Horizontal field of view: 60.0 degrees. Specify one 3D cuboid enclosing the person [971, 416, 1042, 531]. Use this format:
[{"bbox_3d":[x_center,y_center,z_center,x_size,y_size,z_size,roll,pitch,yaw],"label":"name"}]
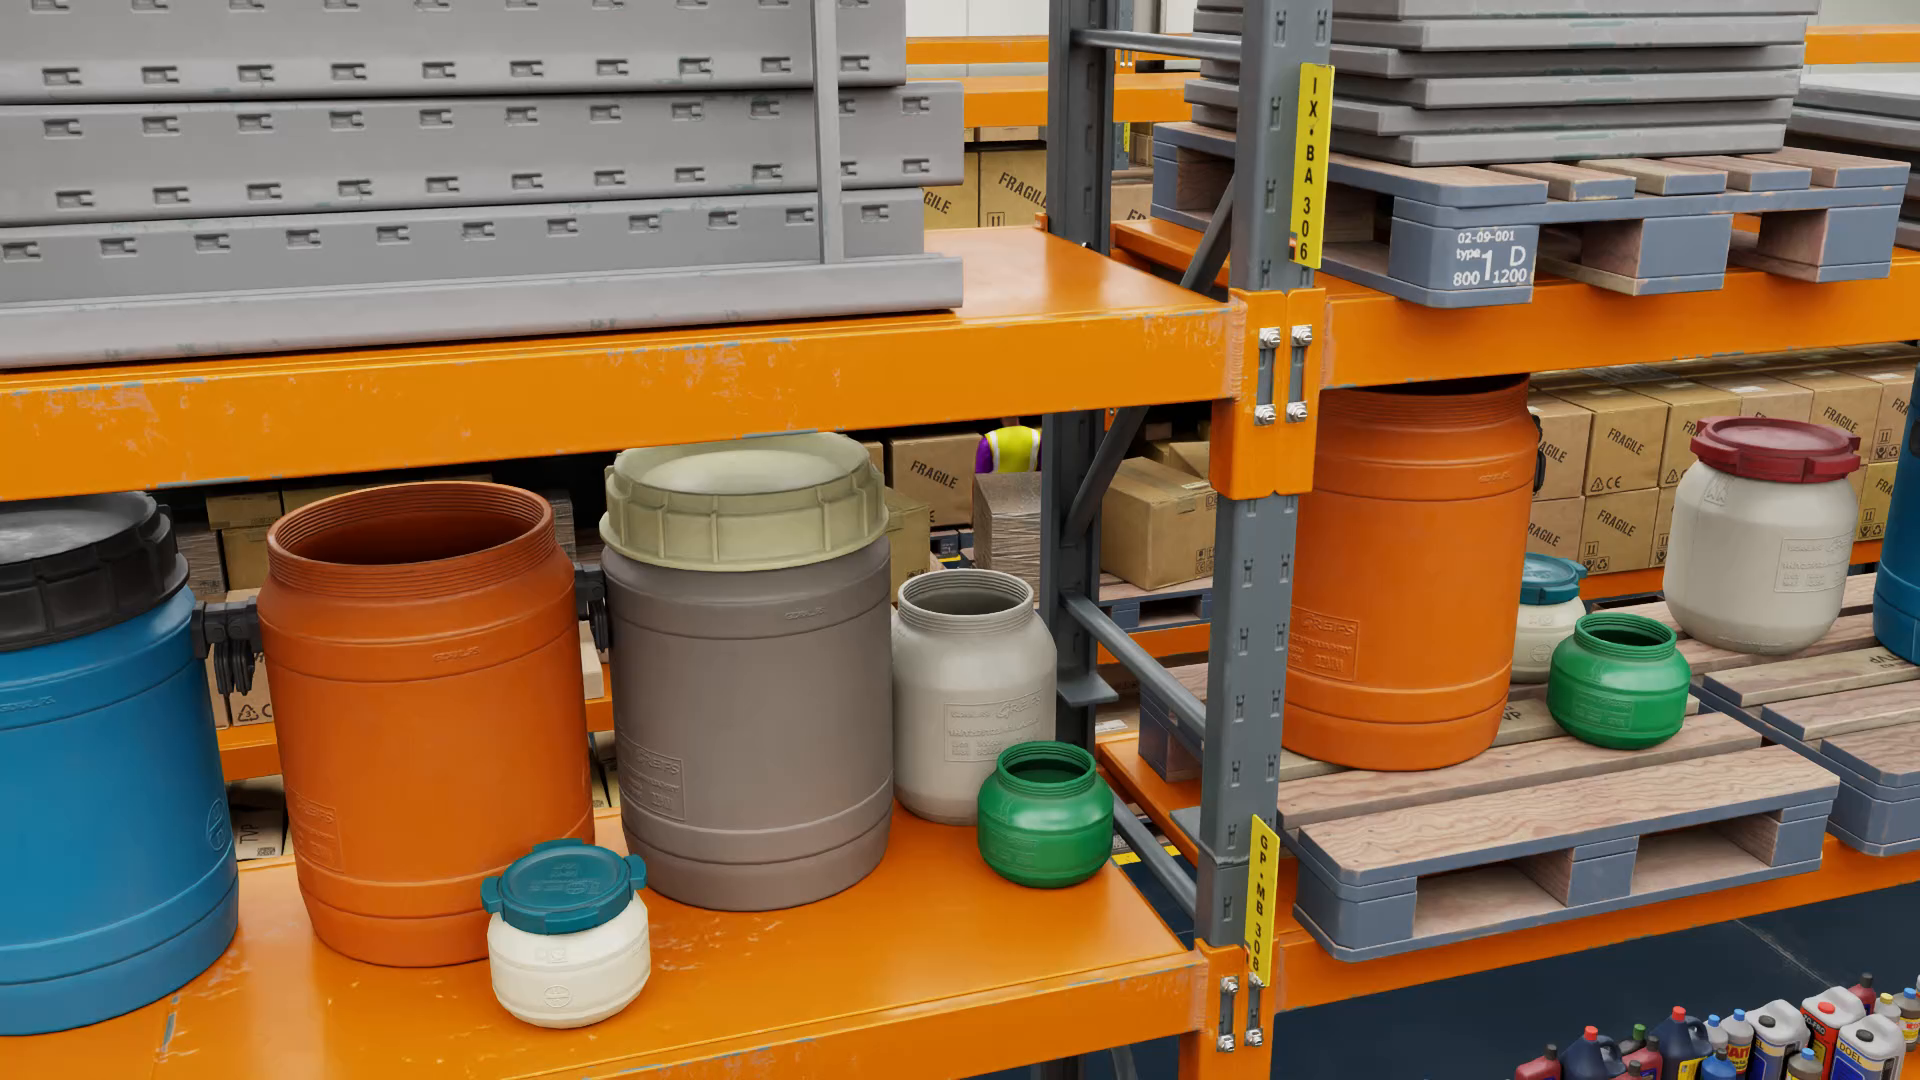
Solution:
[{"bbox_3d":[0.348,-0.274,12.299,0.604,1.771,0.562,-4,19,-11],"label":"person"}]
